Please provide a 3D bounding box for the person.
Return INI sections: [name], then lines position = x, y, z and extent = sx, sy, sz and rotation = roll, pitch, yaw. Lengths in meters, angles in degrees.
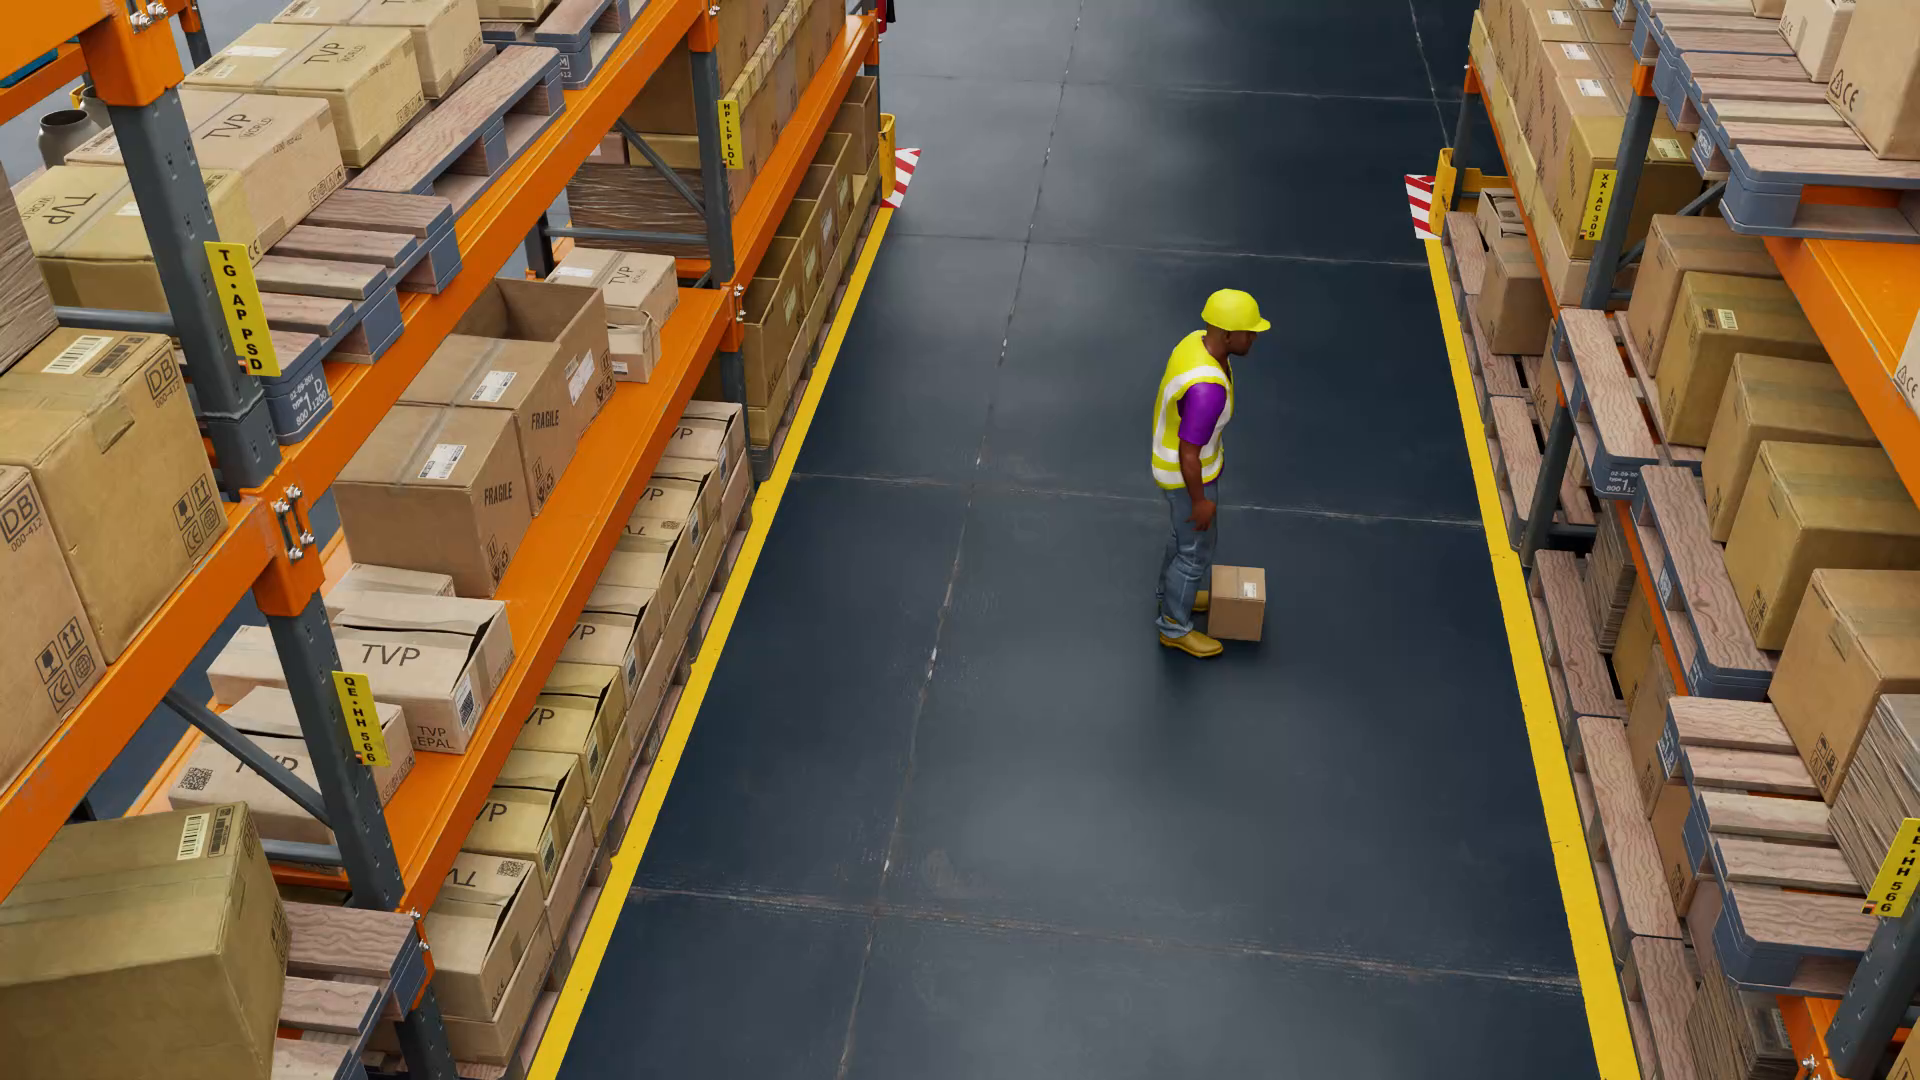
[person]
position = 1.083, -0.321, 7.468
extent = 0.456, 1.761, 0.628
rotation = 5, 36, 7
